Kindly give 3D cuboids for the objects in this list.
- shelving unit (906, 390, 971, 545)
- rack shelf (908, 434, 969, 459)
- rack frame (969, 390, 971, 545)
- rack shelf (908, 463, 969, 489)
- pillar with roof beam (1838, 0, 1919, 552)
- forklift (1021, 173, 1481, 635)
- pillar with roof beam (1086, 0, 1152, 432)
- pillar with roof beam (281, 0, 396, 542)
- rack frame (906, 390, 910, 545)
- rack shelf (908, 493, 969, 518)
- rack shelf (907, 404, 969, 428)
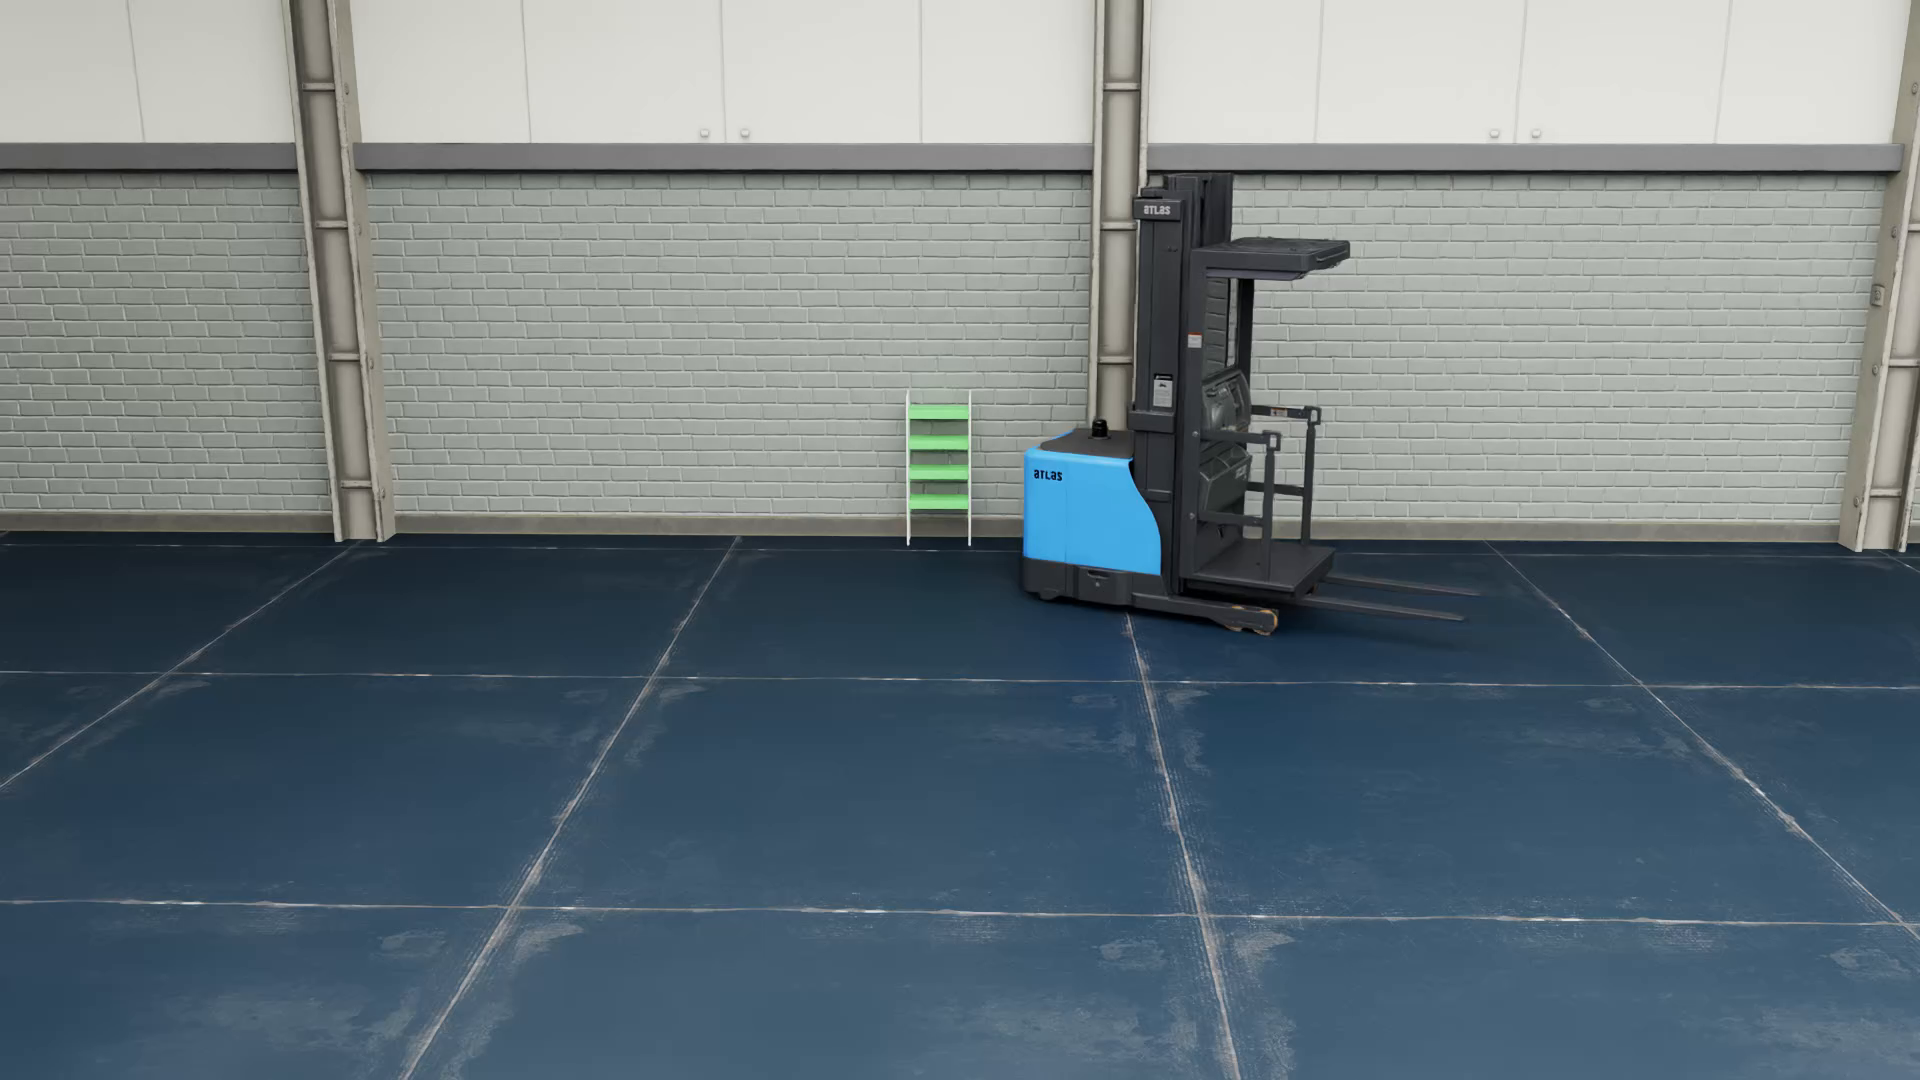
[{"bbox_3d":[-0.166,-0.569,13.144,0.503,1.200,0.258,0,15,1],"label":"shelving unit"},{"bbox_3d":[-0.166,-0.740,13.099,0.480,0.148,0.258,0,15,1],"label":"rack shelf"},{"bbox_3d":[0.078,-0.568,13.140,0.015,1.200,0.240,0,15,1],"label":"rack frame"},{"bbox_3d":[-0.166,-0.508,13.160,0.480,0.148,0.258,0,15,1],"label":"rack shelf"},{"bbox_3d":[7.087,-3.201,7.833,0.400,9.000,9.100,0,15,1],"label":"pillar with roof beam"},{"bbox_3d":[1.983,-0.945,11.175,3.031,2.935,1.130,7,16,26],"label":"forklift"},{"bbox_3d":[1.089,-3.240,7.981,0.400,9.000,9.100,0,15,1],"label":"pillar with roof beam"},{"bbox_3d":[-4.909,-3.279,8.129,0.400,9.000,9.100,0,15,1],"label":"pillar with roof beam"},{"bbox_3d":[-0.410,-0.570,13.147,0.015,1.200,0.240,0,15,1],"label":"rack frame"},{"bbox_3d":[-0.166,-0.275,13.220,0.480,0.148,0.258,0,15,1],"label":"rack shelf"},{"bbox_3d":[-0.166,-0.972,13.039,0.480,0.148,0.258,0,15,1],"label":"rack shelf"}]
